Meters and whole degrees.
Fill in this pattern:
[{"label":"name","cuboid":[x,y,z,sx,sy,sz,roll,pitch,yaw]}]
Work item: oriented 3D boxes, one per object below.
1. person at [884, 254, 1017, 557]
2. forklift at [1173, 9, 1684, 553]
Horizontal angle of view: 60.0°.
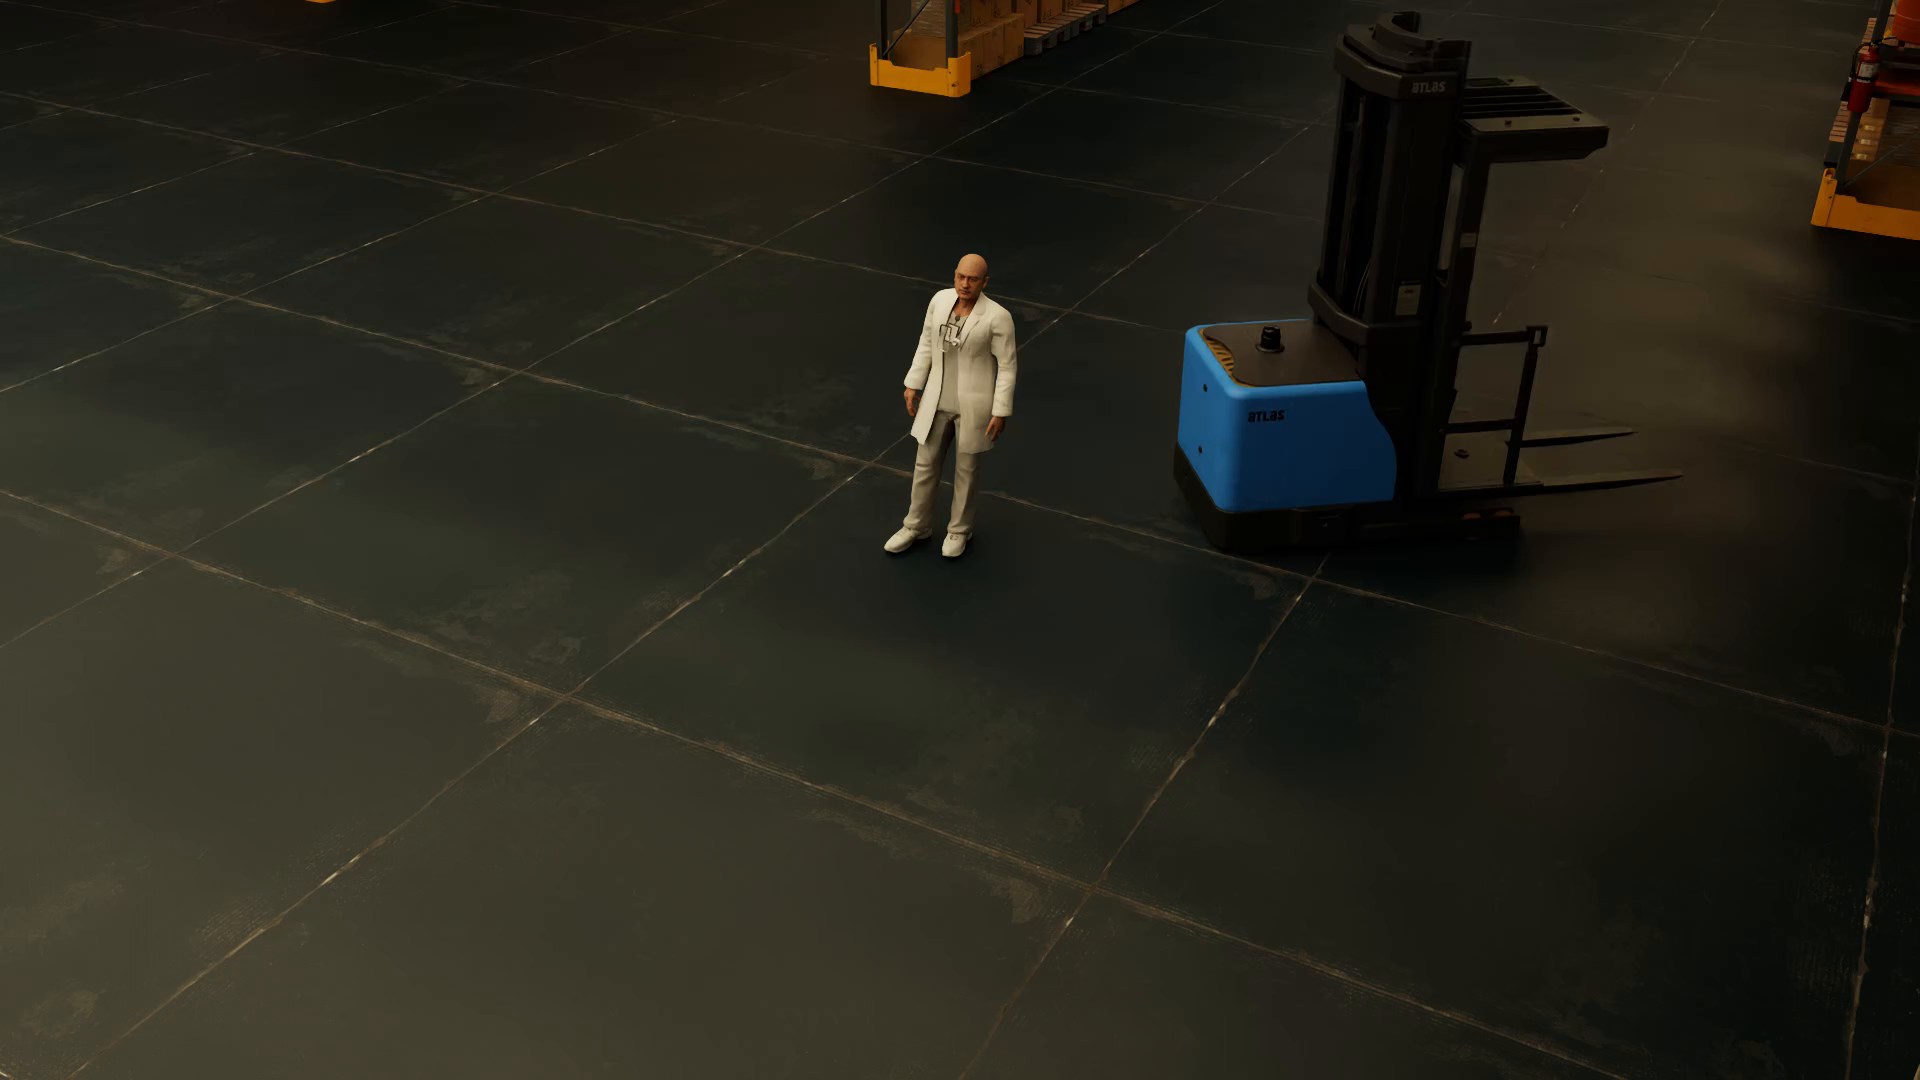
[{"label":"person","cuboid":[-0.048,-0.737,9.487,0.698,1.777,0.578,15,33,25]},{"label":"forklift","cuboid":[2.918,-1.524,9.711,3.031,2.935,1.130,-4,30,-8]}]
